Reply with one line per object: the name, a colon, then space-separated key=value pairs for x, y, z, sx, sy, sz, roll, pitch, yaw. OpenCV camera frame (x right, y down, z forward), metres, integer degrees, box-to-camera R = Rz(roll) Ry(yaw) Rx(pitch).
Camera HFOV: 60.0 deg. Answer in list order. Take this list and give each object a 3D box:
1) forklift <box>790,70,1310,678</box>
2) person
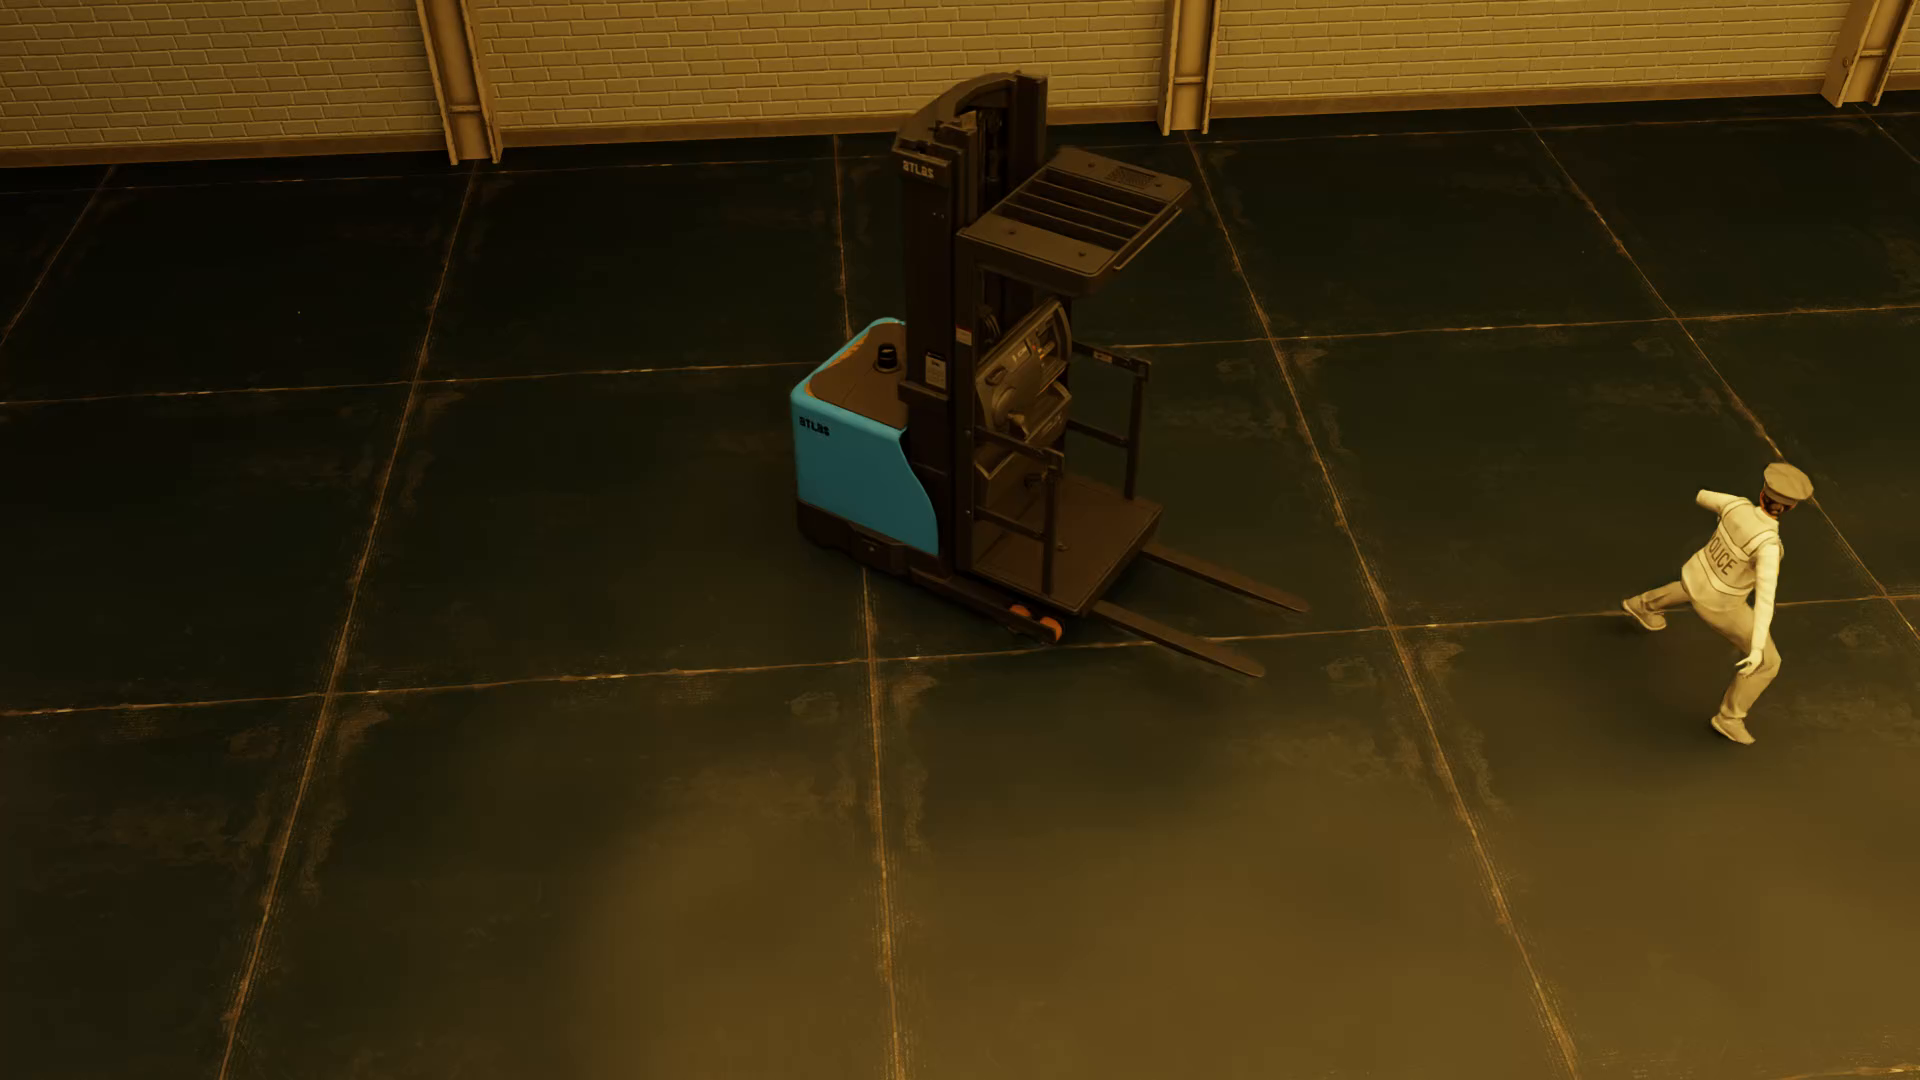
forklift: x=0.524 y=-0.908 z=8.999 sx=3.031 sy=2.935 sz=1.130 roll=22 pitch=45 yaw=24
person: x=4.041 y=0.295 z=8.740 sx=0.493 sy=1.566 sz=1.105 roll=-2 pitch=41 yaw=-3
